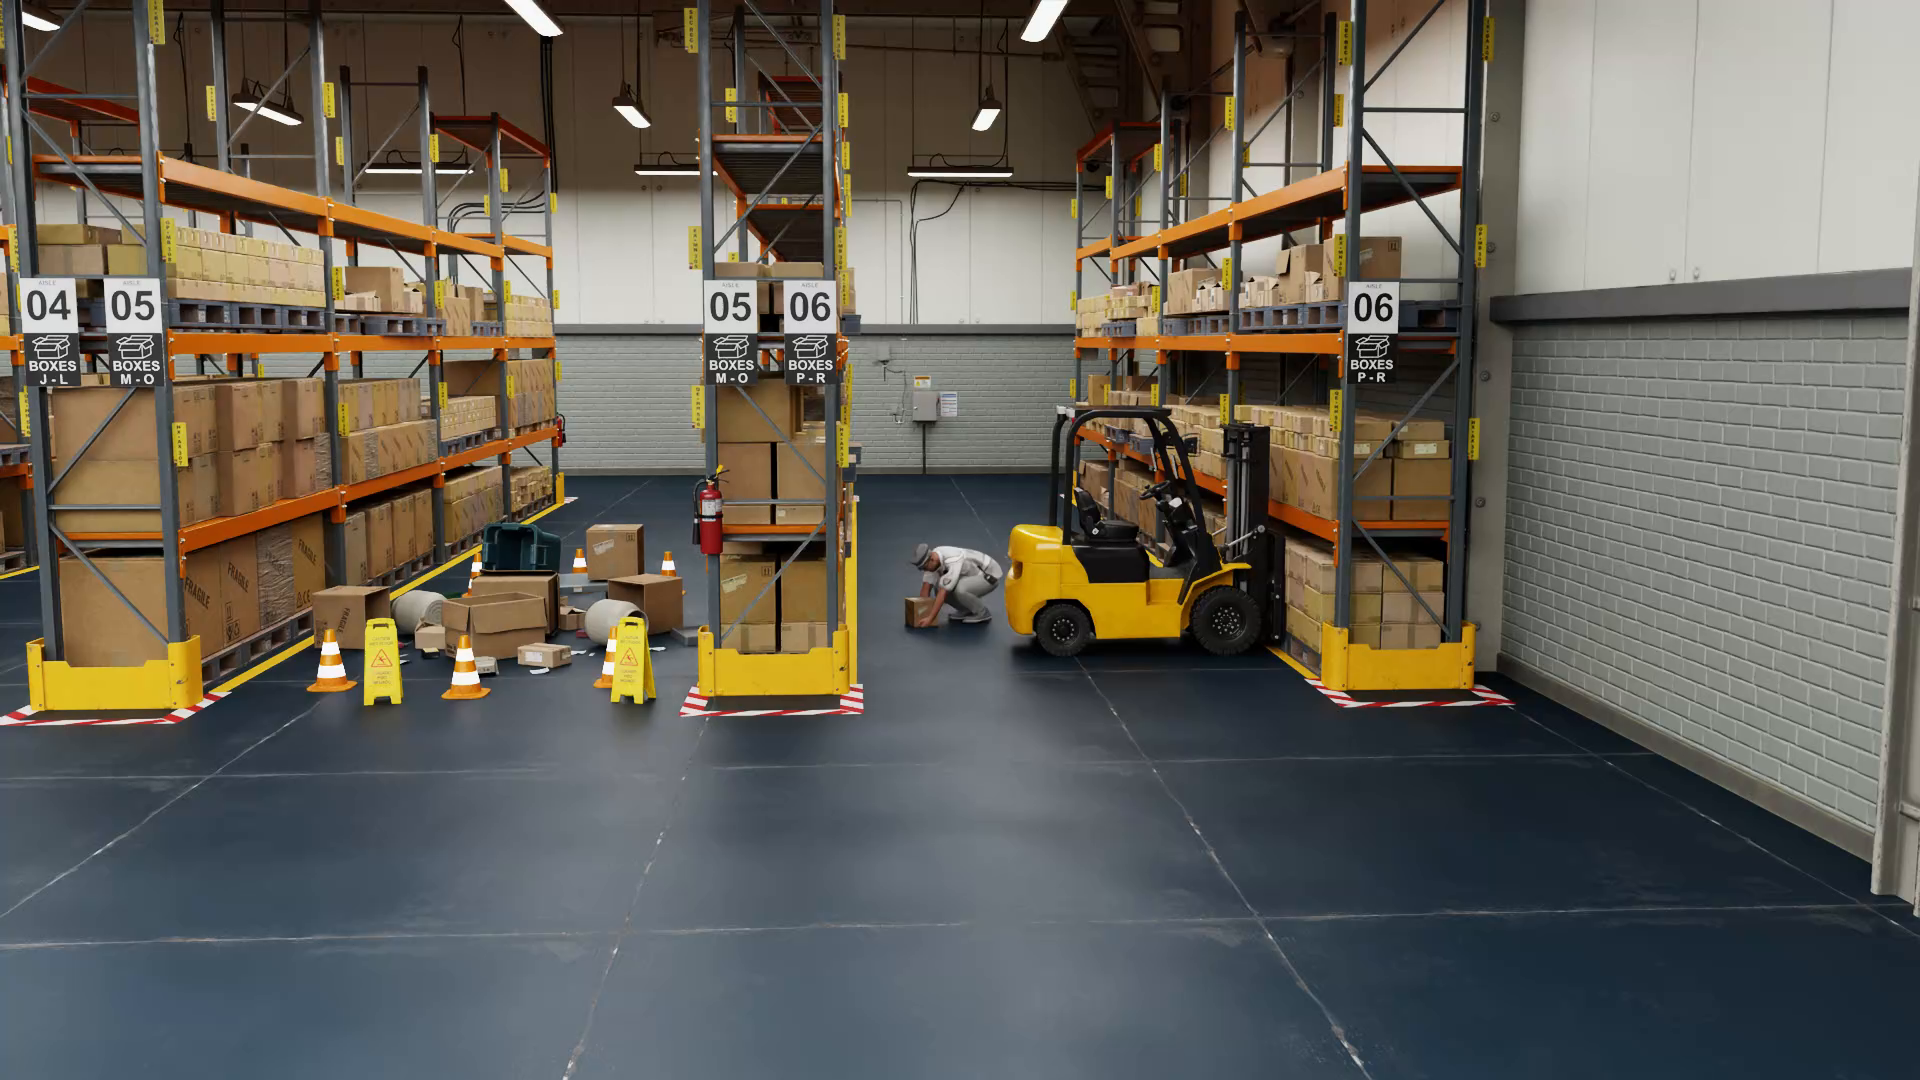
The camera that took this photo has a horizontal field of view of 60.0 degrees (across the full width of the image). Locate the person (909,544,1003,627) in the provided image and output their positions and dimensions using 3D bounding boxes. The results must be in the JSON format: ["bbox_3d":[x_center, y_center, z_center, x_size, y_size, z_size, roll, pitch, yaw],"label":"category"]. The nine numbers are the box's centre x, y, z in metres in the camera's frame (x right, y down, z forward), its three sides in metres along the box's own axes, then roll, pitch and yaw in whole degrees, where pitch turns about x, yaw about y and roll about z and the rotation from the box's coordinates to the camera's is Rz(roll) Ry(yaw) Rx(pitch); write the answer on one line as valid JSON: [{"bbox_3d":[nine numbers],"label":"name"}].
[{"bbox_3d":[-0.058,0.445,16.319,1.000,0.877,0.540,-4,8,-29],"label":"person"}]
